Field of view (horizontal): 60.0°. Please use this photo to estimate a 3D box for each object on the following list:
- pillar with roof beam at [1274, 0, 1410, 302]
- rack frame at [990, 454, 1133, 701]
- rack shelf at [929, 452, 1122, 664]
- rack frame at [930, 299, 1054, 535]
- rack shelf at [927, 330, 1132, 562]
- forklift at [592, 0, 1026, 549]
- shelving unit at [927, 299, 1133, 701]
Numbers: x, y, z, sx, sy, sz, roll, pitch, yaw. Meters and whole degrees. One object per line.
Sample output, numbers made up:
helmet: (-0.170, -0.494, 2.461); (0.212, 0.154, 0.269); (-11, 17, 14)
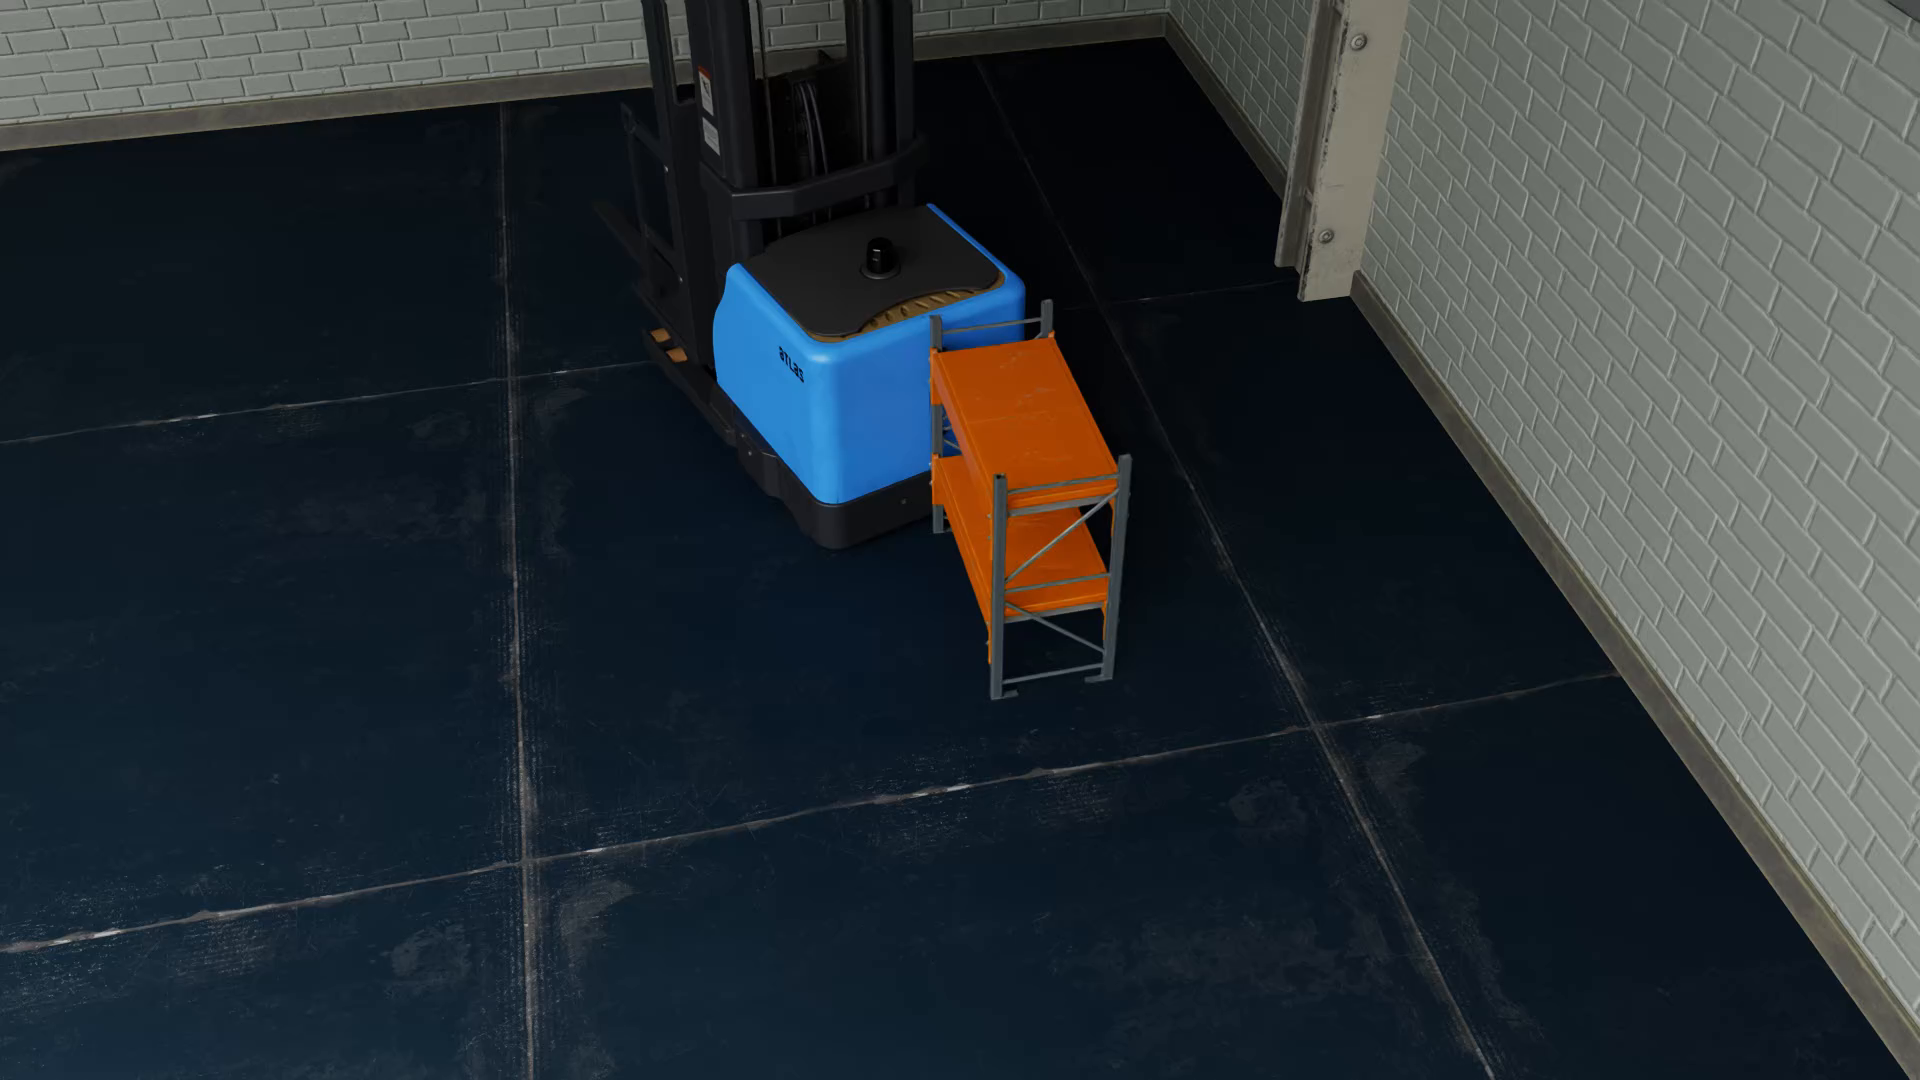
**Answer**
pillar with roof beam: (-2.325, -4.138, 5.133); (9.100, 9.000, 0.400); (-8, 42, -9)
rack frame: (0.364, 0.163, 6.219); (0.500, 1.125, 0.032); (-9, 42, -10)
rack shelf: (0.245, 0.018, 6.751); (0.538, 0.278, 1.000); (-9, 42, -10)
rack frame: (0.127, -0.493, 6.958); (0.500, 1.125, 0.032); (-9, 42, -10)
rack shelf: (0.245, -0.384, 6.394); (0.538, 0.278, 1.000); (-9, 42, -10)
forklift: (-0.909, -2.015, 7.312); (1.130, 2.935, 3.031); (-22, 46, -23)
shelving unit: (0.245, -0.165, 6.589); (0.538, 1.125, 1.048); (-9, 42, -10)
